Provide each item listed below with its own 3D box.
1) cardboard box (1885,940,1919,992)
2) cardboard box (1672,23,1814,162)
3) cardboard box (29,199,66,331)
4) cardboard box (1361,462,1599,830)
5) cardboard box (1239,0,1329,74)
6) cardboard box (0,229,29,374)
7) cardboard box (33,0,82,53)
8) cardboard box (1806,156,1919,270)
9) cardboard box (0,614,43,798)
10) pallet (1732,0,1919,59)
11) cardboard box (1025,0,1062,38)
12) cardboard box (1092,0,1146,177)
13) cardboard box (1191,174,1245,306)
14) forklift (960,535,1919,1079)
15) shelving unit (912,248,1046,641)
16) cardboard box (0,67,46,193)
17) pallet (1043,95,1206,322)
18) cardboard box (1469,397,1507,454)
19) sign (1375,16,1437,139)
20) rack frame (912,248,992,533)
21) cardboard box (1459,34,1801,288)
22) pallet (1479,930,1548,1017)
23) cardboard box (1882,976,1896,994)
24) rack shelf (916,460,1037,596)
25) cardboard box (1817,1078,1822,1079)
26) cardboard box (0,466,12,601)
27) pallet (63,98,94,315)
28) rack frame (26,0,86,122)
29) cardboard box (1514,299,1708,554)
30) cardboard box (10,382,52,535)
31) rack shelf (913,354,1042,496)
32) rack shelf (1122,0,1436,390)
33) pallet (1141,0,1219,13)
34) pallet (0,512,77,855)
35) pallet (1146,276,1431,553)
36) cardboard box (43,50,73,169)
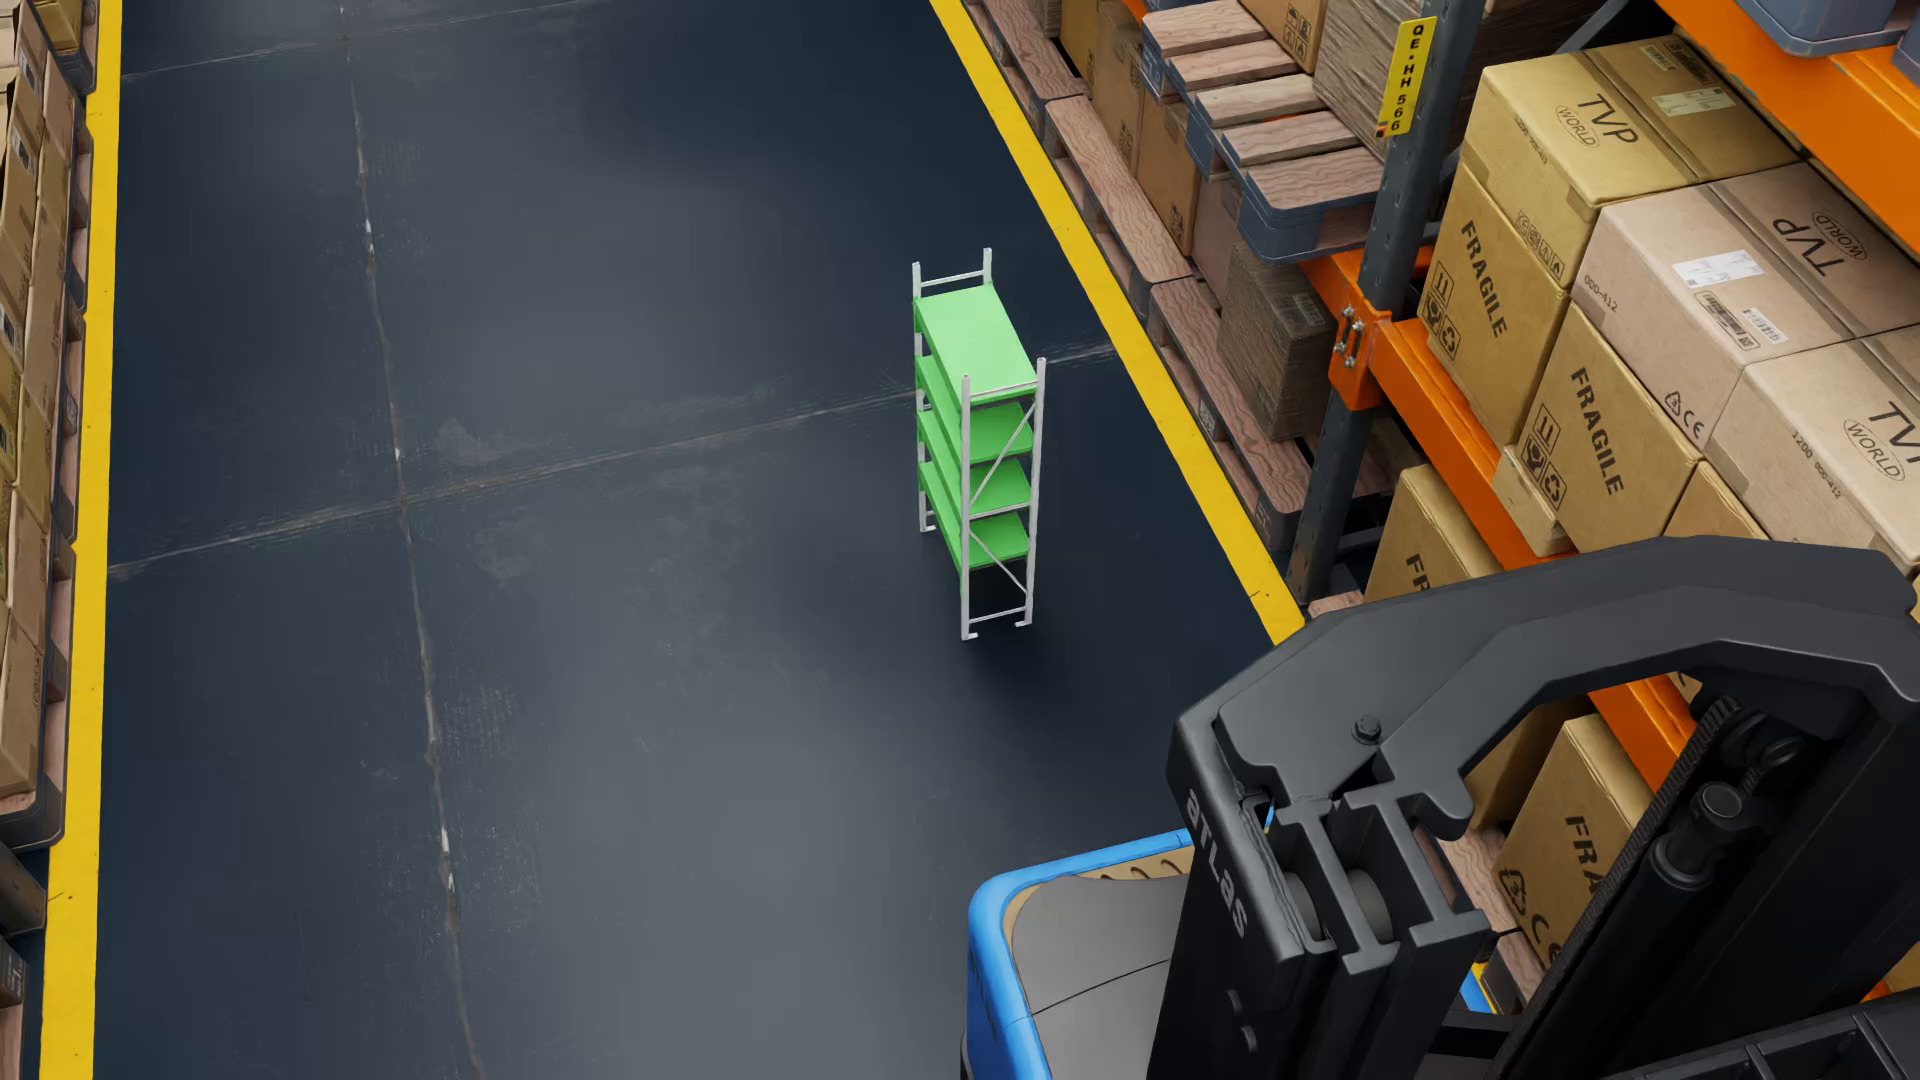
[{"bbox_3d":[1.948,0.507,3.088,0.500,0.500,0.500,-12,51,-10],"label":"cardboard box"},{"bbox_3d":[1.977,-1.001,3.868,0.500,0.250,0.500,-12,51,-10],"label":"cardboard box"},{"bbox_3d":[-3.619,-0.964,6.125,0.500,0.250,0.500,-12,51,-10],"label":"cardboard box"},{"bbox_3d":[1.687,0.227,4.728,0.750,0.750,0.750,-14,51,-11],"label":"cardboard box"},{"bbox_3d":[1.256,-1.814,4.965,0.700,0.500,0.500,-18,52,-14],"label":"cardboard box"},{"bbox_3d":[-3.475,-0.783,5.605,0.500,0.311,0.500,-14,51,-11],"label":"cardboard box"},{"bbox_3d":[-4.166,-2.352,7.295,0.500,0.250,0.500,-13,51,-11],"label":"cardboard box"},{"bbox_3d":[2.127,-0.622,3.549,0.500,0.250,0.500,-15,51,-12],"label":"cardboard box"},{"bbox_3d":[-3.010,0.527,4.867,0.500,0.250,0.500,-13,51,-11],"label":"cardboard box"},{"bbox_3d":[1.836,-1.345,3.084,1.213,0.211,1.003,-11,51,-9],"label":"pallet"},{"bbox_3d":[0.646,-2.621,7.345,0.700,0.500,0.500,-12,51,-10],"label":"cardboard box"},{"bbox_3d":[0.959,-1.873,6.714,0.700,0.500,0.500,-13,51,-11],"label":"cardboard box"},{"bbox_3d":[1.291,-1.150,6.105,0.700,0.500,0.500,-13,51,-11],"label":"cardboard box"},{"bbox_3d":[0.887,1.501,2.567,1.130,2.935,3.031,-12,51,-10],"label":"forklift"},{"bbox_3d":[0.049,-0.266,5.189,0.258,1.200,0.503,-13,51,-11],"label":"shelving unit"},{"bbox_3d":[-3.765,-1.516,6.223,0.500,0.311,0.500,-12,51,-10],"label":"cardboard box"},{"bbox_3d":[1.009,-1.459,6.842,1.003,0.211,1.213,-13,51,-11],"label":"pallet"},{"bbox_3d":[1.538,-0.344,4.229,0.380,0.149,0.250,-13,51,-10],"label":"cardboard box"},{"bbox_3d":[1.080,-1.115,4.023,0.100,0.325,0.005,-13,51,-11],"label":"sign"},{"bbox_3d":[-0.023,-0.444,5.340,0.240,1.200,0.015,-13,51,-11],"label":"rack frame"},{"bbox_3d":[1.492,-0.863,3.752,0.500,0.250,0.500,-12,51,-10],"label":"cardboard box"},{"bbox_3d":[2.114,1.484,4.361,1.003,0.211,1.213,-13,51,-11],"label":"pallet"},{"bbox_3d":[2.006,0.781,3.281,0.380,0.149,0.250,-12,51,-10],"label":"cardboard box"},{"bbox_3d":[0.049,-0.070,5.422,0.258,0.148,0.480,-13,51,-11],"label":"rack shelf"},{"bbox_3d":[2.196,1.488,3.665,0.750,0.750,0.750,-12,51,-10],"label":"cardboard box"},{"bbox_3d":[-3.173,-0.035,4.975,0.500,0.311,0.500,-14,51,-12],"label":"cardboard box"},{"bbox_3d":[-4.063,-1.268,6.681,1.003,0.211,1.213,-13,51,-11],"label":"pallet"},{"bbox_3d":[-4.319,-2.696,6.061,1.000,3.000,0.127,-13,51,-11],"label":"rack frame"},{"bbox_3d":[1.640,-0.235,3.713,0.500,0.500,0.500,-12,51,-10],"label":"cardboard box"},{"bbox_3d":[-3.319,-0.218,5.495,0.500,0.250,0.500,-15,51,-12],"label":"cardboard box"},{"bbox_3d":[0.049,-0.379,5.055,0.258,0.148,0.480,-13,51,-11],"label":"rack shelf"},{"bbox_3d":[1.004,-2.126,6.051,1.077,0.370,4.000,-13,51,-11],"label":"rack shelf"},{"bbox_3d":[0.971,-2.272,5.829,1.003,0.211,1.213,-13,51,-11],"label":"pallet"},{"bbox_3d":[-3.342,0.514,5.178,1.003,0.211,1.213,-13,51,-11],"label":"pallet"},{"bbox_3d":[1.366,-0.570,6.092,1.003,0.211,1.213,-13,51,-11],"label":"pallet"},{"bbox_3d":[-3.919,-1.708,6.752,0.500,0.250,0.500,-14,51,-11],"label":"cardboard box"}]
